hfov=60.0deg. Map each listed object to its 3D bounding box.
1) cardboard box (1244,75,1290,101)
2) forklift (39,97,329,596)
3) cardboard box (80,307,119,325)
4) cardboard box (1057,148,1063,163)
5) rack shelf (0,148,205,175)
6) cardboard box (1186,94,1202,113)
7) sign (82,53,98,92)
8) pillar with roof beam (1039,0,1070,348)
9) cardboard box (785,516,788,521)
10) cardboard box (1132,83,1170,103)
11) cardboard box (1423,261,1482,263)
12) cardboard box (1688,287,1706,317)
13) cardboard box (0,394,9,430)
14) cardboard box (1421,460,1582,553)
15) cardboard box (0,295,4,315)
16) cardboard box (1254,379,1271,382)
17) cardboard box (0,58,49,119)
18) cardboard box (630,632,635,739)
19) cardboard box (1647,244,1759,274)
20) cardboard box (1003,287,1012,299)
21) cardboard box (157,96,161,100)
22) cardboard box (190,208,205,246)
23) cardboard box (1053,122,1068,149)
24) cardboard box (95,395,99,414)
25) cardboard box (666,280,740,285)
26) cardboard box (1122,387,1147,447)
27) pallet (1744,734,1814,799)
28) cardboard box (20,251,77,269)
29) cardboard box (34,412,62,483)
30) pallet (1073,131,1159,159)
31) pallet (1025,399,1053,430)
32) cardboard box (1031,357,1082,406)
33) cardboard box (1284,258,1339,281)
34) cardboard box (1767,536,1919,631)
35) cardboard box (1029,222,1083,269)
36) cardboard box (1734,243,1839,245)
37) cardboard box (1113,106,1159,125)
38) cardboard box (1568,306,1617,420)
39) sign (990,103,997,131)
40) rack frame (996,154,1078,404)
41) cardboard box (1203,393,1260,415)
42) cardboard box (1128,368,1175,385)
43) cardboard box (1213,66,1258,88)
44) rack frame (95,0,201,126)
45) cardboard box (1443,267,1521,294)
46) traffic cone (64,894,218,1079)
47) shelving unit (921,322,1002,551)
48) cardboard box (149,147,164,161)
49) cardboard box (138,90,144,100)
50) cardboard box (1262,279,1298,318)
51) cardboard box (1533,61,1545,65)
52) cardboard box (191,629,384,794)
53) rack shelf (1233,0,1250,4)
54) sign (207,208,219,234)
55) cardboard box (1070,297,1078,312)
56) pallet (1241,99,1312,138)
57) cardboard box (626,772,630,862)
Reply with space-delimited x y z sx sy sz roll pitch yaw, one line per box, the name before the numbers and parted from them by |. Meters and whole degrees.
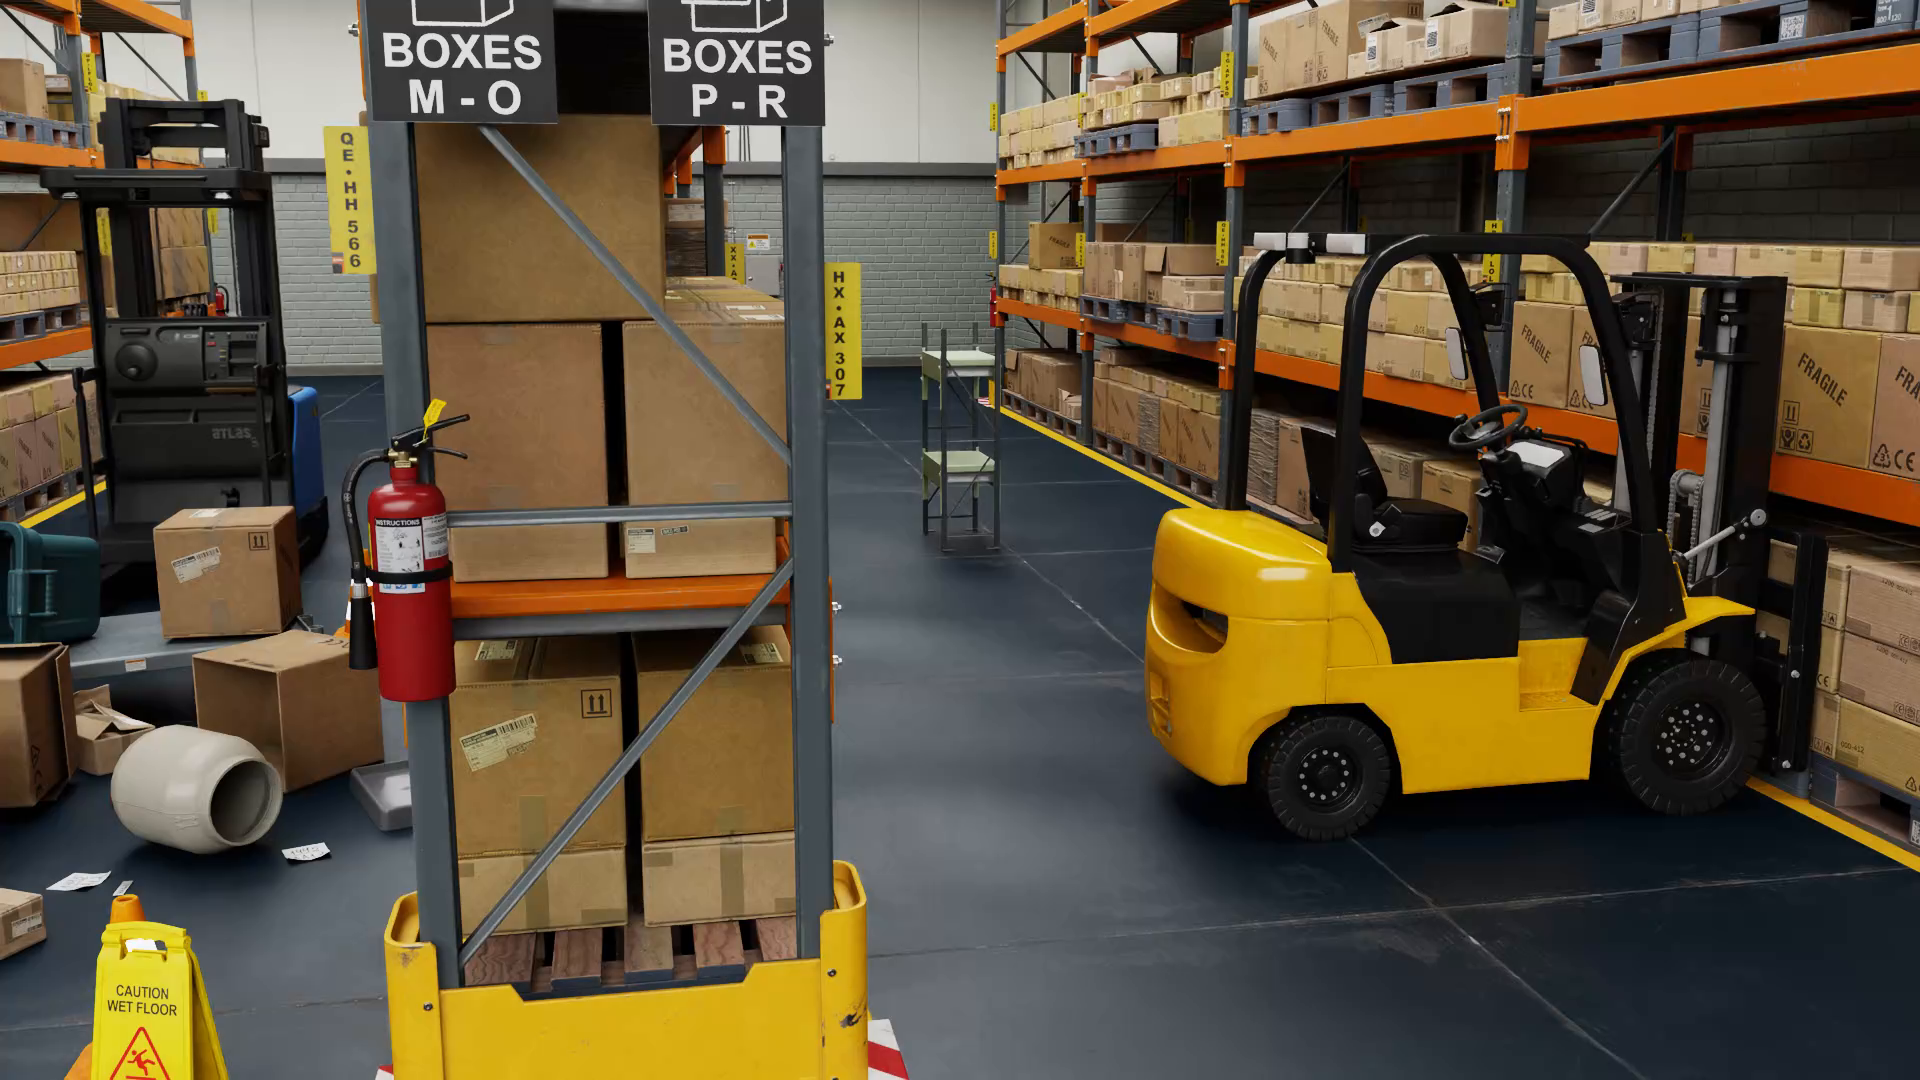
cardboard box | 2.263 -3.242 11.921 0.380 0.166 0.250 -2 11 -11
forklift | -4.708 -1.172 10.015 1.130 2.935 3.031 -2 11 -10
cardboard box | -7.723 -1.997 14.840 0.380 0.149 0.250 -2 11 -9
cardboard box | 1.224 -3.982 17.244 0.380 0.149 0.250 -2 11 -11
rack shelf | -8.378 -3.544 16.195 1.077 0.370 4.000 -2 11 -11
cardboard box | 2.040 -3.496 13.357 0.380 0.149 0.250 -2 11 -11
sign | -7.445 -3.999 14.225 0.100 0.325 0.005 -2 11 -11
pillar with roof beam | -2.926 -6.488 21.718 9.100 9.000 0.400 -2 11 -11
cardboard box | -0.721 -0.147 5.117 0.380 0.149 0.250 -2 11 -10
cardboard box | 1.700 -3.837 14.299 0.380 0.149 0.250 -2 11 -11
cardboard box | 3.163 -1.691 10.555 0.380 0.149 0.250 -2 11 -11
cardboard box | 3.296 -1.033 7.101 0.380 0.149 0.250 -2 11 -13
cardboard box | -7.206 -0.898 11.951 0.500 0.250 0.500 -2 11 -12
cardboard box | 3.159 -0.104 9.451 0.875 0.625 0.625 -2 11 -8
cardboard box | -7.360 -1.739 12.358 0.380 0.149 0.250 -2 11 -10
cardboard box | 2.485 -1.299 14.325 0.380 0.149 0.250 -2 11 -12
cardboard box | -8.023 -3.712 13.766 0.700 0.500 0.500 -2 11 -11
cardboard box | -0.816 0.463 5.465 0.500 0.500 0.500 -3 11 -13
cardboard box | 3.266 -1.225 7.315 0.380 0.149 0.250 -2 11 -12
cardboard box | 0.732 -2.977 19.985 0.380 0.149 0.250 -2 11 -11
cardboard box | -8.264 -4.393 16.728 0.380 0.149 0.250 -2 11 -12
cardboard box | -8.434 -3.402 17.812 0.500 0.500 0.500 -2 11 -12
cardboard box | 1.264 -4.157 17.098 0.500 0.250 0.500 -3 11 -13
cardboard box | -7.853 -1.226 15.025 0.380 0.149 0.250 -2 11 -9
cardboard box | -1.160 -0.817 6.903 0.500 0.500 0.500 -2 11 -9
cardboard box | 1.795 -1.129 15.169 0.500 0.500 0.500 -2 11 -13
pallet | 3.626 0.772 7.076 1.003 0.211 1.213 -2 11 -11
cardboard box | -7.719 -2.366 14.060 0.380 0.149 0.250 -2 11 -8
cardboard box | -7.403 -0.720 13.021 0.500 0.500 0.500 -2 11 -12
pallet | 1.773 -3.696 15.572 1.213 0.211 1.003 -2 11 -11
pallet | 1.342 -1.417 18.577 1.003 0.211 1.213 -2 11 -11
cardboard box | 1.096 -1.774 18.558 0.500 0.500 0.500 -2 11 -10
cardboard box | 2.458 -1.859 11.439 0.380 0.149 0.250 -2 11 -10
cardboard box | 3.441 0.159 6.397 0.500 0.250 0.500 -2 11 -10
cardboard box | 1.053 -3.243 18.313 0.500 0.500 0.500 -2 11 -10
cardboard box | 3.813 -1.297 7.688 0.380 0.149 0.250 -2 11 -12
cardboard box | 1.584 -3.786 14.823 0.380 0.149 0.250 -2 11 -12
cardboard box | 3.219 -0.833 7.782 0.500 0.500 0.500 -2 11 -10
sign | 0.405 -5.053 19.865 0.100 0.325 0.005 -2 11 -11
rack frame | 0.937 -3.170 20.331 1.000 3.000 0.127 -2 11 -11
cardboard box | 2.149 -1.081 13.183 0.380 0.149 0.250 -3 11 -14
cardboard box | 1.782 -1.514 15.455 0.380 0.149 0.250 -2 11 -12
cardboard box | 2.136 -3.497 12.565 0.380 0.149 0.250 -2 11 -9
rack frame | -8.767 -5.738 17.775 1.000 3.000 0.127 -2 11 -11
cardboard box | 2.919 -1.438 9.230 0.380 0.149 0.250 -2 11 -12
traffic cone | -2.168 1.160 4.366 0.336 0.463 0.334 -2 11 -11
shelving unit | 0.001 -0.736 11.550 0.431 1.500 0.755 -2 11 -11
cardboard box | -8.106 -3.835 16.202 0.500 0.250 0.500 -2 11 -8
cardboard box | -8.080 -4.251 15.983 0.380 0.149 0.250 -2 11 -13
cardboard box | 2.436 -1.693 11.632 0.500 0.250 0.500 -2 11 -9
cardboard box | 3.299 -2.738 9.317 0.380 0.149 0.250 -2 11 -11
cardboard box | -2.723 0.684 6.757 0.500 0.500 0.500 6 12 28
rack shelf | 2.882 -3.733 10.239 1.077 0.370 4.000 -2 11 -11
sign | -8.218 -3.531 18.285 0.100 0.325 0.005 -2 11 -11
cardboard box | 1.334 -2.410 17.006 0.380 0.149 0.250 -2 11 -9
pallet | 2.713 -2.963 11.722 1.213 0.211 1.003 -2 11 -8
cardboard box | -1.333 0.856 5.407 0.500 0.250 0.500 -2 11 -11
